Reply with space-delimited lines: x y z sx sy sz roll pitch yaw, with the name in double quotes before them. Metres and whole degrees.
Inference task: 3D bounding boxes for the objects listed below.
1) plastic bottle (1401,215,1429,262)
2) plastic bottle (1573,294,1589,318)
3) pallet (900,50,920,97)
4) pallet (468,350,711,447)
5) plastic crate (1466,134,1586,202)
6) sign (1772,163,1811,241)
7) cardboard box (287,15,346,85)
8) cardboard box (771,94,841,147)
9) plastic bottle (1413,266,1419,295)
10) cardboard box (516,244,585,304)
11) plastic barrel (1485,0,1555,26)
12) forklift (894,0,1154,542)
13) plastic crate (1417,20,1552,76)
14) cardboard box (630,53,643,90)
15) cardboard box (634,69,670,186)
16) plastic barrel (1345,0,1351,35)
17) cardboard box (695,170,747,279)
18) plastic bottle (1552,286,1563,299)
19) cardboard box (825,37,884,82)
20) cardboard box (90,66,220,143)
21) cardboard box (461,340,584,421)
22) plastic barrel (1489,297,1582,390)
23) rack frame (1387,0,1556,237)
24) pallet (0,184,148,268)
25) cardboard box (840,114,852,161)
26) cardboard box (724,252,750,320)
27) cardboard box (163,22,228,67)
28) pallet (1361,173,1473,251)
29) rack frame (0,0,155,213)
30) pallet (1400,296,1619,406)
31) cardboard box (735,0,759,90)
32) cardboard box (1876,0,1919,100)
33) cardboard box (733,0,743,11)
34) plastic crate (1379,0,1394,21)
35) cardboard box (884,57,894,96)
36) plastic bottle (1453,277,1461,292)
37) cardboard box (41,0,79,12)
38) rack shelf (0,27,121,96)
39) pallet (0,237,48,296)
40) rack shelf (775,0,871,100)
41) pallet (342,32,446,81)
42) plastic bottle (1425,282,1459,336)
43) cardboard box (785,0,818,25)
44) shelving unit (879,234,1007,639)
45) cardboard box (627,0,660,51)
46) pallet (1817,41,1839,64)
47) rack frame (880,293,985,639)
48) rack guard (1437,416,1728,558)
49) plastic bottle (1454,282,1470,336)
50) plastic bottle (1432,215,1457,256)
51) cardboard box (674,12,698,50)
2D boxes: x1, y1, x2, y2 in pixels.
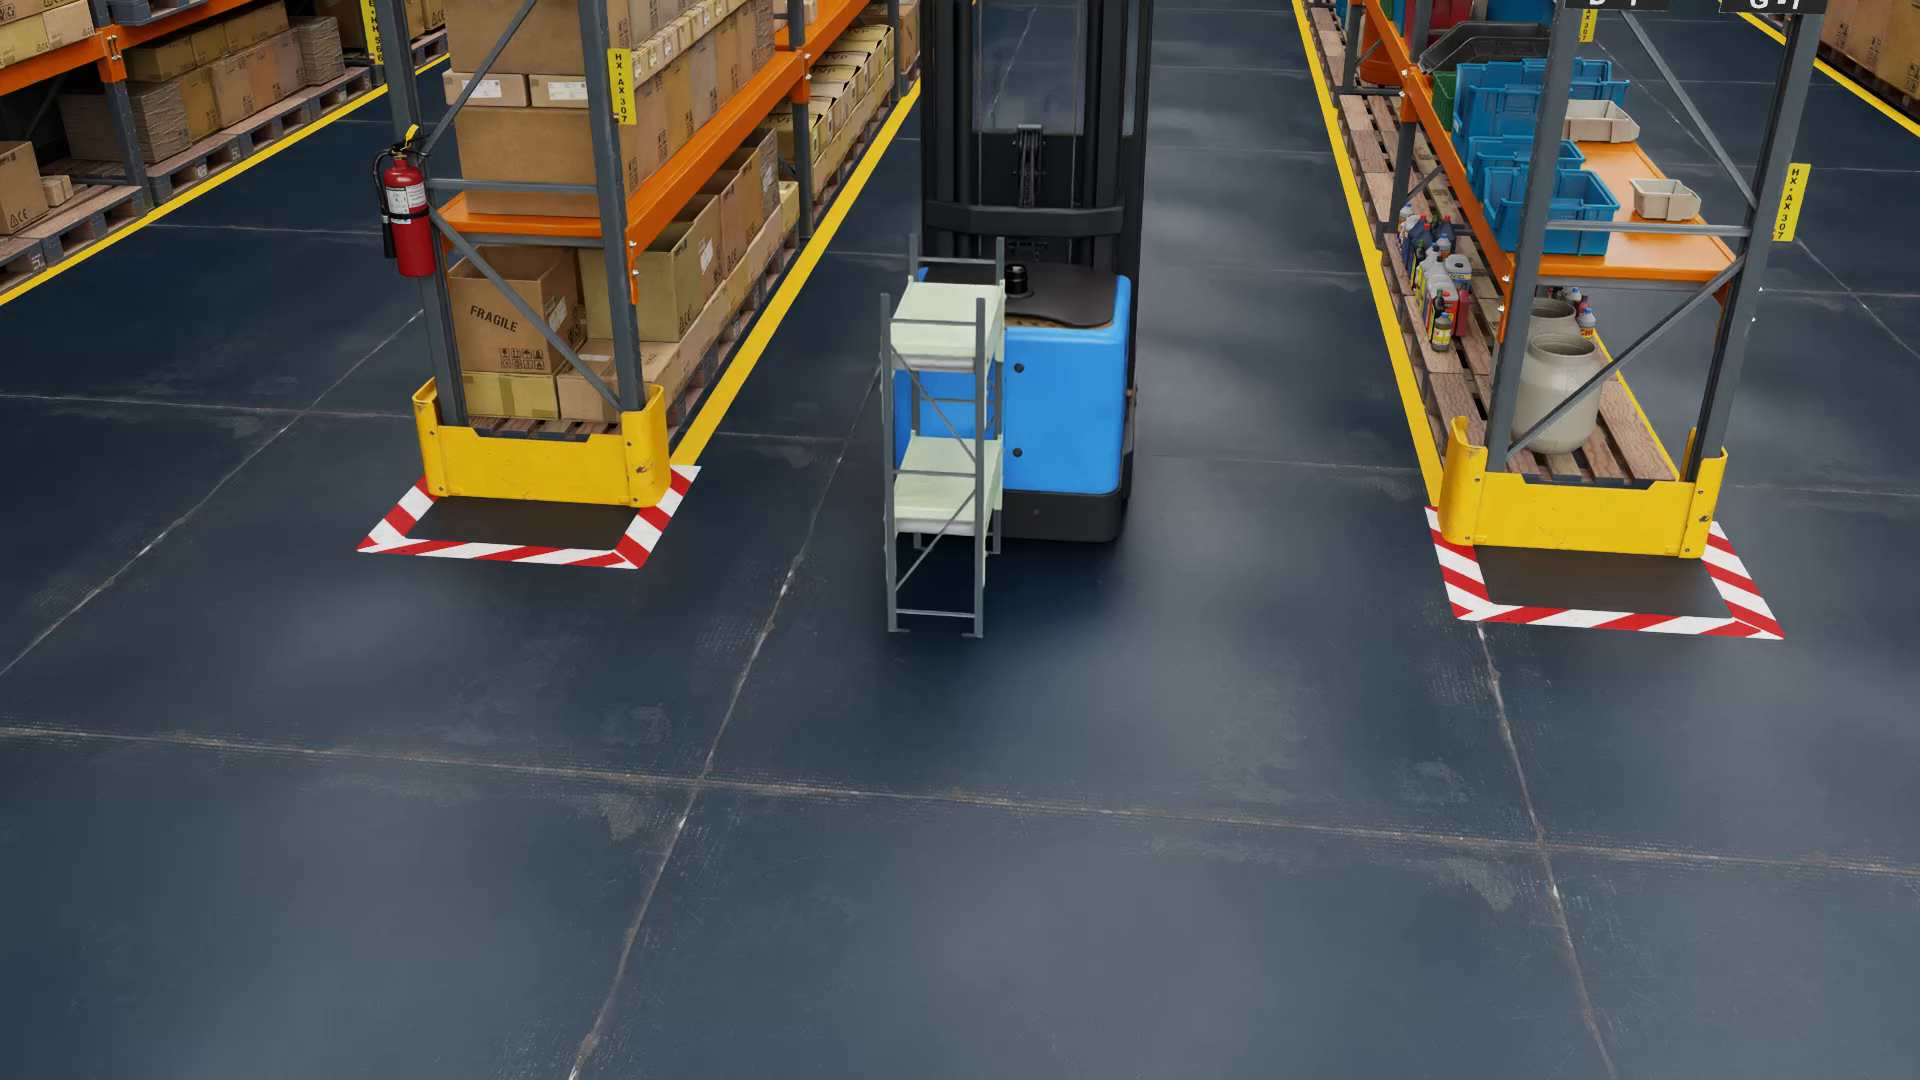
"plastic bottle" 2.892 -1.909 10.539 0.152 0.276 0.135 4 29 8
"plastic bottle" 3.465 -1.249 9.305 0.061 0.283 0.133 4 29 7
"pallet" -0.918 -4.487 15.856 1.003 0.211 1.213 3 28 6
"pallet" -1.975 -0.735 8.891 1.003 0.211 1.213 3 28 6
"plastic crate" 2.738 -1.803 8.091 0.499 0.251 0.408 3 28 6
"sign" 3.434 -1.398 6.890 0.100 0.325 0.005 3 28 6
"cardboard box" -6.001 -4.403 14.931 0.700 0.500 0.500 4 29 7
"cardboard box" -1.173 -3.119 12.242 0.500 0.311 0.500 3 28 6
"plastic bottle" 2.786 -1.578 10.003 0.097 0.201 0.097 0 28 0
"cardboard box" -2.149 -1.645 9.307 0.500 0.500 0.500 3 28 6
"plastic barrel" 3.726 -3.578 10.700 0.600 0.901 0.708 3 28 6
"forklift" 0.384 -1.953 8.285 1.130 2.935 3.031 3 28 6
"plastic crate" 3.188 -2.927 10.085 0.767 0.338 0.504 3 28 6
"cardboard box" -1.736 -2.226 7.930 0.380 0.149 0.250 3 28 5
"cardboard box" -1.898 -2.110 8.399 0.700 0.500 0.500 4 29 8
"plastic barrel" 4.030 -5.199 16.419 0.421 0.512 0.421 0 28 0
"cardboard box" -1.555 -1.850 9.686 0.500 0.500 0.500 3 28 6
"plastic bottle" 3.499 -1.442 9.676 0.097 0.271 0.097 0 28 0
"cardboard box" -0.924 -4.081 14.027 0.500 0.311 0.500 3 28 5
"cardboard box" -6.367 -3.455 13.173 0.700 0.500 0.500 3 28 5
"cardboard box" -2.255 -0.844 8.610 0.500 0.250 0.500 3 28 6
"plastic barrel" 2.954 -0.950 8.531 0.421 0.512 0.421 0 28 0
"rack frame" 3.378 -3.193 10.514 1.000 3.000 0.127 3 28 6
"pallet" -6.501 -2.223 11.653 1.003 0.211 1.213 3 28 6
"cardboard box" -1.117 -3.117 12.829 0.500 0.250 0.500 3 28 5
"cardboard box" -1.556 -1.520 9.864 0.500 0.250 0.500 3 28 6
"cardboard box" -6.270 -3.992 13.378 0.500 0.250 0.500 3 28 5
"pallet" 3.436 -2.337 11.866 1.003 0.211 1.213 3 28 6
"rack frame" -6.454 -3.769 11.583 1.000 3.000 0.127 3 28 6
"pallet" 3.108 -1.076 9.524 1.003 0.211 1.213 3 28 6
"cardboard box" -1.644 -3.069 10.178 0.700 0.500 0.500 3 28 6
"cardboard box" 8.889 -4.361 14.480 1.225 0.875 0.875 2 28 4
"cardboard box" -1.485 -3.193 9.725 0.380 0.149 0.250 3 28 6
"plastic crate" 3.311 -3.936 12.116 0.450 0.188 0.662 3 28 6
"cardboard box" -0.870 -4.078 14.613 0.500 0.250 0.500 4 29 7
"plastic bottle" 2.895 -1.436 9.739 0.097 0.201 0.097 0 28 0
"cardboard box" -6.205 -3.801 10.989 0.500 0.500 0.500 3 28 6
"rack shelf" -6.699 -2.511 10.006 1.077 0.370 4.000 3 28 6
"pallet" -6.648 -1.647 10.585 1.003 0.211 1.213 3 28 6
"rack shelf" -1.292 -4.107 12.970 1.077 0.370 4.000 3 28 6
"pallet" -5.793 -4.791 16.420 1.003 0.211 1.213 3 28 6
"plastic bottle" 2.736 -1.312 9.430 0.152 0.276 0.135 4 29 7
"cardboard box" -1.226 -3.777 11.863 0.380 0.149 0.250 3 28 6
"shelving unit" -0.059 -0.435 6.977 0.431 1.500 0.755 3 28 6
"cardboard box" -1.892 -2.707 8.138 0.700 0.500 0.500 3 28 5
"pallet" 9.254 -5.076 16.949 1.003 0.211 1.213 3 28 6
"rack frame" -0.104 -0.263 6.657 0.400 1.500 0.023 3 28 6
"rack guard" 2.851 -0.248 7.683 1.175 0.500 0.348 3 28 6
"plastic bottle" 2.842 -1.309 9.417 0.061 0.283 0.133 3 28 6
"plastic bottle" 3.011 -1.856 10.362 0.144 0.351 0.185 3 28 6
"cardboard box" -1.610 -2.708 8.824 0.380 0.149 0.250 3 28 6
